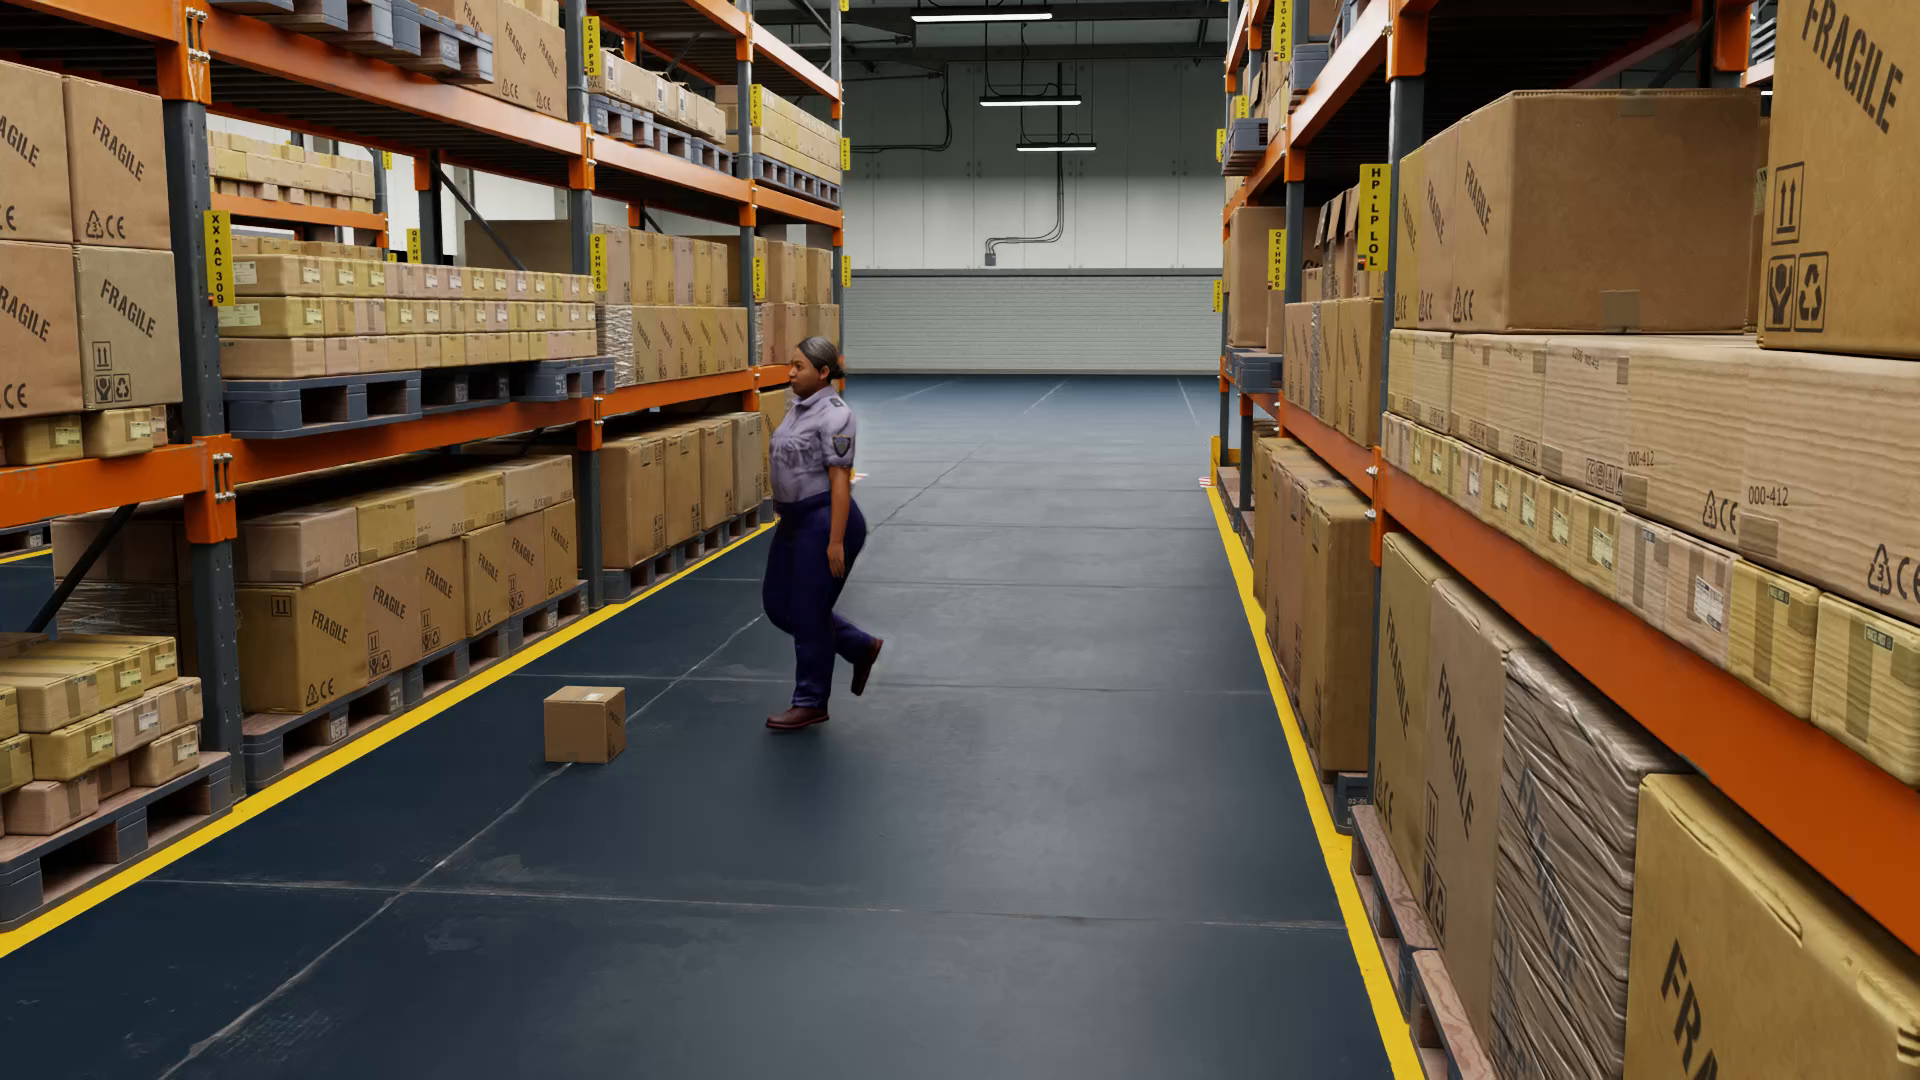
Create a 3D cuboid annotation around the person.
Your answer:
[{"bbox_3d":[-0.566,-0.031,7.018,0.606,1.619,0.523,-5,9,-30],"label":"person"}]
